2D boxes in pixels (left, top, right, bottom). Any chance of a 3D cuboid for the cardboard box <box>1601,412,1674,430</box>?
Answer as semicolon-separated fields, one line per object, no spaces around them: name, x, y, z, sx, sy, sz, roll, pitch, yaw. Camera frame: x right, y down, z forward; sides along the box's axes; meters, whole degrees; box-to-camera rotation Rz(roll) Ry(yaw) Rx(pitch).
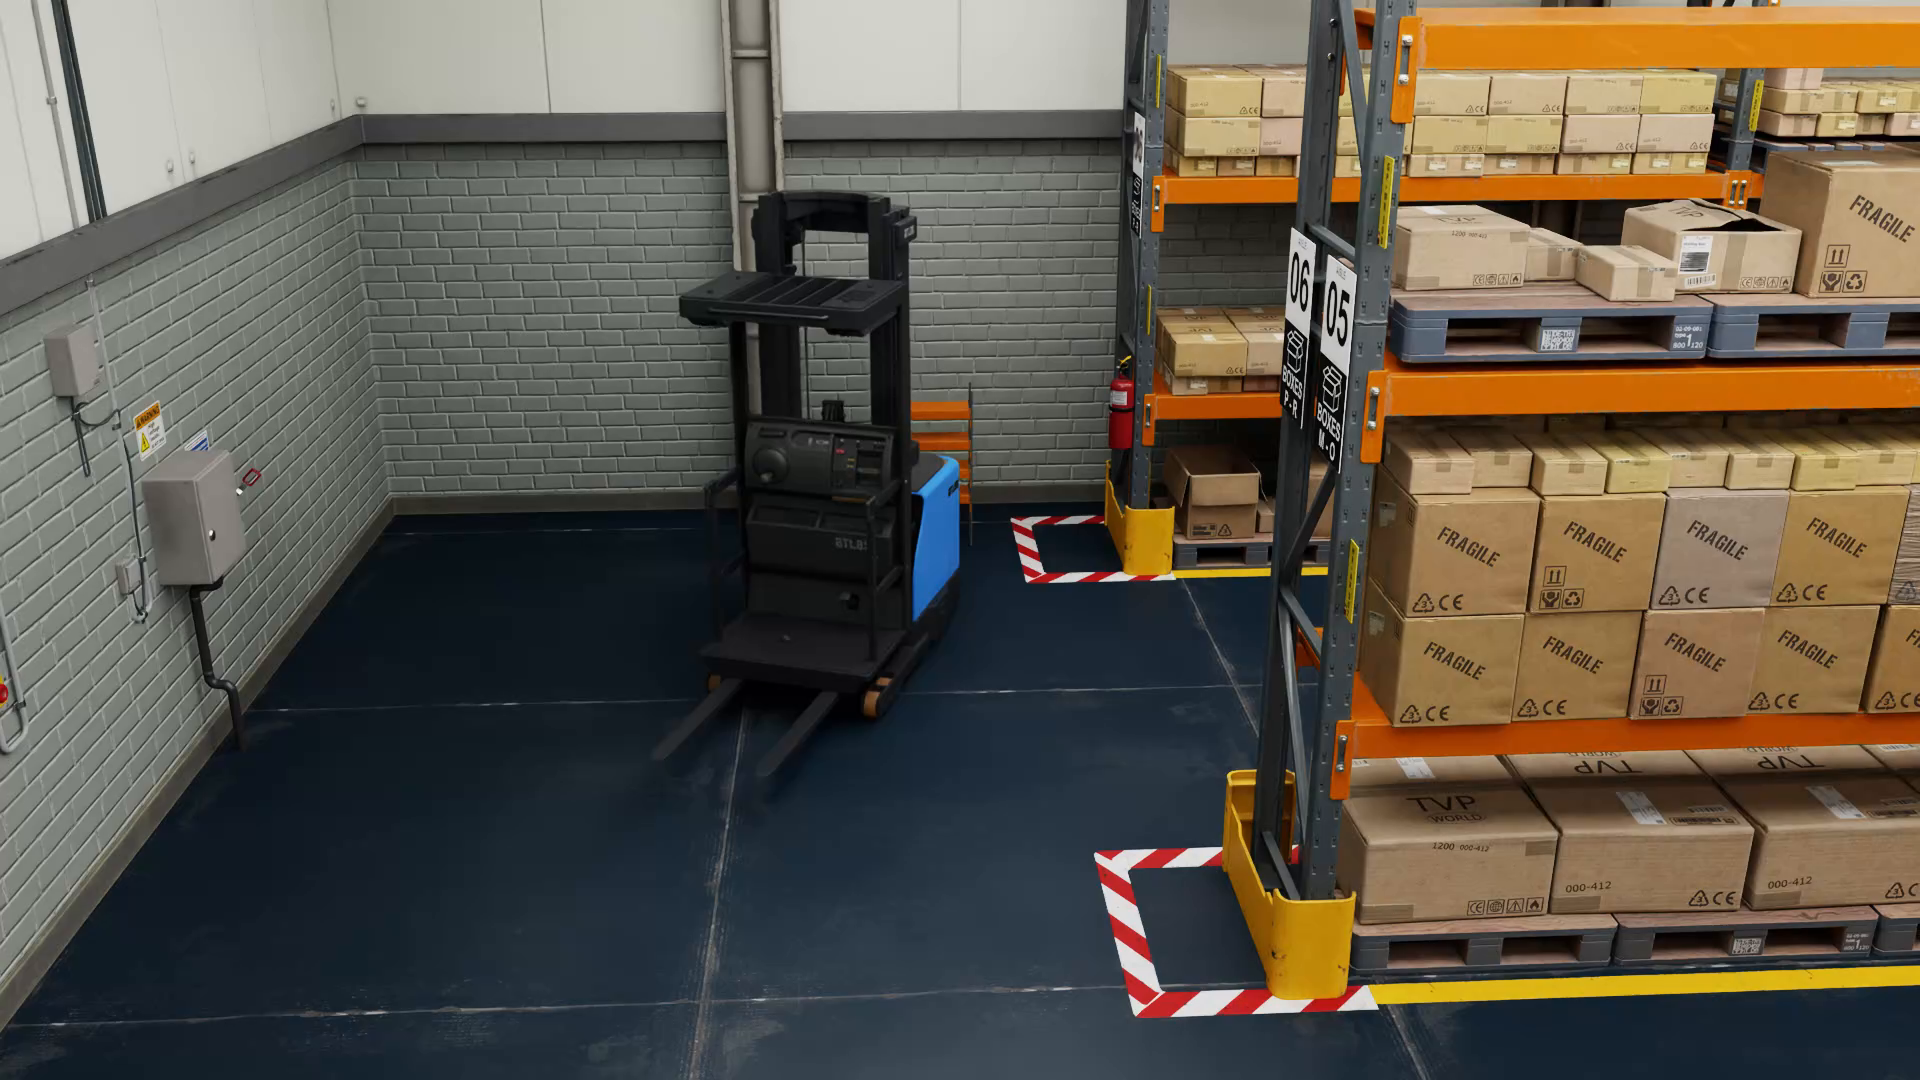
cardboard box;2.908;-0.505;7.274;0.250;0.149;0.380;-1;21;-4

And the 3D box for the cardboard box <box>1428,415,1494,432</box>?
cardboard box;2.137;-0.499;7.259;0.250;0.149;0.380;-1;21;-2

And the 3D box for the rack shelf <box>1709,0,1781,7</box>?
rack shelf;7.241;-3.756;11.411;4.000;0.370;1.077;-1;21;-3

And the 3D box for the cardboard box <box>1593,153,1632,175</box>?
cardboard box;4.389;-2.600;11.373;0.250;0.149;0.380;0;21;-1

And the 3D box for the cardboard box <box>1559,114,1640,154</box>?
cardboard box;4.258;-2.792;11.316;0.500;0.250;0.500;-2;21;-5

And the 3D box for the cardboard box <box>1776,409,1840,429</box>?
cardboard box;3.679;-0.550;7.392;0.250;0.149;0.380;-1;21;-3

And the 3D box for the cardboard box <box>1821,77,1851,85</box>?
cardboard box;6.041;-3.170;11.719;0.250;0.149;0.380;-2;21;-4

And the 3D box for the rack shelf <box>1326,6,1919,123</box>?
rack shelf;3.534;-1.911;6.567;4.000;0.370;1.077;-1;21;-3

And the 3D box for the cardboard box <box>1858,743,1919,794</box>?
cardboard box;4.898;1.305;7.989;0.875;0.438;0.875;-1;21;-4

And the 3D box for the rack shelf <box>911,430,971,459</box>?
rack shelf;-0.165;-0.704;12.343;0.480;0.148;0.258;-1;21;-3

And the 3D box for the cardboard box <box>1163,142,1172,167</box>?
cardboard box;1.557;-2.726;11.703;0.250;0.149;0.380;-1;21;-2

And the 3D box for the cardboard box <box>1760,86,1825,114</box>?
cardboard box;5.567;-2.951;11.145;0.250;0.149;0.380;-1;21;-1

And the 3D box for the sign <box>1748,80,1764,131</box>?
sign;5.283;-2.885;11.041;0.005;0.325;0.100;-1;21;-3

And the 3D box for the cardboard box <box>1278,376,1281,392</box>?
cardboard box;2.362;-1.168;11.825;0.250;0.149;0.380;-1;21;-1

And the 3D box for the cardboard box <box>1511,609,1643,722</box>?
cardboard box;2.537;0.435;7.121;0.500;0.500;0.500;-1;21;-4

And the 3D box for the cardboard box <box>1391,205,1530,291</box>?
cardboard box;1.982;-1.206;6.837;0.500;0.250;0.500;-3;21;-8

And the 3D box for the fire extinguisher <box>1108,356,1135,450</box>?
fire extinguisher;1.130;-0.976;11.600;0.183;0.674;0.296;-1;21;-3

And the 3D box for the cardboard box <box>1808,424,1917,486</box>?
cardboard box;3.717;-0.355;6.881;0.250;0.149;0.380;-1;21;-3

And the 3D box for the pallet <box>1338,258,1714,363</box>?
pallet;2.278;-0.969;6.860;1.213;0.211;1.003;-1;21;-3

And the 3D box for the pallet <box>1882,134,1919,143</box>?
pallet;6.934;-2.759;11.700;1.003;0.211;1.213;-1;21;-3

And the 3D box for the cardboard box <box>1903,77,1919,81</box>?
cardboard box;6.830;-3.156;11.684;0.250;0.149;0.380;-1;21;-3

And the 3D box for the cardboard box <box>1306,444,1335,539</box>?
cardboard box;2.722;-0.363;12.283;0.500;0.500;0.700;0;21;-1

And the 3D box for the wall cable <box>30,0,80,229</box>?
wall cable;-4.166;-2.445;6.396;0.029;3.000;2.355;-1;21;-3

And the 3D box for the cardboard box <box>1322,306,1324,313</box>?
cardboard box;2.704;-1.544;12.254;0.500;0.250;0.500;-1;21;-1

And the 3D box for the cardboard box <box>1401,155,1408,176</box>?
cardboard box;2.859;-2.579;11.315;0.250;0.149;0.380;-1;21;-4

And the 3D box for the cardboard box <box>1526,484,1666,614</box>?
cardboard box;2.548;-0.026;6.926;0.500;0.500;0.500;-2;21;-5

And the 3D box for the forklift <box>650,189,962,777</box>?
forklift;-0.904;-0.469;9.733;1.130;2.935;3.031;6;22;16

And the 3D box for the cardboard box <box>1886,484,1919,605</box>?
cardboard box;4.061;-0.056;7.008;0.500;0.500;0.500;-1;21;-2

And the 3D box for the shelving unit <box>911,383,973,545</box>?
shelving unit;-0.165;-0.557;12.399;0.503;1.200;0.258;-1;21;-3

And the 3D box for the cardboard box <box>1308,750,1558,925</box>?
cardboard box;2.191;1.362;7.838;0.875;0.438;0.875;-2;21;-5

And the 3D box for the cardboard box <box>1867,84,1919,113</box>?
cardboard box;6.341;-2.986;11.238;0.250;0.149;0.380;-1;21;-4

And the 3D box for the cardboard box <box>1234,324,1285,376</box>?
cardboard box;2.222;-1.346;11.733;0.500;0.250;0.500;-1;21;-2

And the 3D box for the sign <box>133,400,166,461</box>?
sign;-4.268;-0.578;8.764;0.001;0.242;0.339;-1;21;-3

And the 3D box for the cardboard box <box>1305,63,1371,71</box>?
cardboard box;2.712;-3.190;11.659;0.500;0.250;0.500;-1;21;-3

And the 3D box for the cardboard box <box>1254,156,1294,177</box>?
cardboard box;2.099;-2.575;11.307;0.250;0.149;0.380;-1;21;-3

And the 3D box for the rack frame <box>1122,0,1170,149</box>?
rack frame;1.250;-4.157;10.892;0.127;3.000;1.000;-1;21;-3

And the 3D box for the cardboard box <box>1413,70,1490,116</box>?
cardboard box;3.226;-3.010;11.186;0.500;0.250;0.500;-1;21;-2

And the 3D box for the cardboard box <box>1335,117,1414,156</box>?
cardboard box;2.727;-2.759;11.230;0.500;0.250;0.500;-2;21;-5

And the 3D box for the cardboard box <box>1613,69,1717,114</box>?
cardboard box;4.754;-3.043;11.272;0.500;0.250;0.500;-1;21;-3

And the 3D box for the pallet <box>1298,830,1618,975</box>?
pallet;2.331;1.669;7.940;1.213;0.211;1.003;-1;21;-3

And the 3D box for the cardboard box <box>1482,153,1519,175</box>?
cardboard box;3.623;-2.595;11.358;0.250;0.149;0.380;-1;21;-3

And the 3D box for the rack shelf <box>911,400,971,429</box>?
rack shelf;-0.165;-0.925;12.259;0.480;0.148;0.258;-1;21;-3

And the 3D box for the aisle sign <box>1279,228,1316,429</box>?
aisle sign;1.448;-0.914;7.151;0.004;0.787;0.394;-1;21;-3

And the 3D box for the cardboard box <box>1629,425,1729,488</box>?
cardboard box;2.952;-0.347;6.859;0.250;0.149;0.380;-1;21;-3

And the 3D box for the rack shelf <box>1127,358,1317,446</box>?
rack shelf;3.247;-1.058;12.194;4.000;0.370;1.077;-1;21;-3

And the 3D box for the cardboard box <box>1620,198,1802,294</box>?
cardboard box;3.035;-1.206;6.751;0.500;0.311;0.500;-1;21;-2

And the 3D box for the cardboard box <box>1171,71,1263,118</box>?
cardboard box;1.708;-2.977;11.100;0.500;0.250;0.500;-1;21;-4

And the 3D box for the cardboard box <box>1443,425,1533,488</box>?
cardboard box;2.165;-0.347;6.858;0.250;0.149;0.380;-1;21;-2

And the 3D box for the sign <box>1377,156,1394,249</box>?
sign;1.563;-1.240;6.107;0.005;0.325;0.100;-1;21;-3

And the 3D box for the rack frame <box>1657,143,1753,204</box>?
rack frame;5.244;-1.434;12.173;0.127;3.000;1.000;-1;21;-3

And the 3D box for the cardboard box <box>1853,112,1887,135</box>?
cardboard box;6.073;-2.859;11.322;0.250;0.149;0.380;-1;21;-3

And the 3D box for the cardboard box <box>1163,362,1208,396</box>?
cardboard box;1.594;-1.145;11.766;0.250;0.149;0.380;-1;21;-3

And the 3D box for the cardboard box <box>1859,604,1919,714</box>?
cardboard box;4.068;0.410;7.187;0.500;0.500;0.500;-1;21;-4
